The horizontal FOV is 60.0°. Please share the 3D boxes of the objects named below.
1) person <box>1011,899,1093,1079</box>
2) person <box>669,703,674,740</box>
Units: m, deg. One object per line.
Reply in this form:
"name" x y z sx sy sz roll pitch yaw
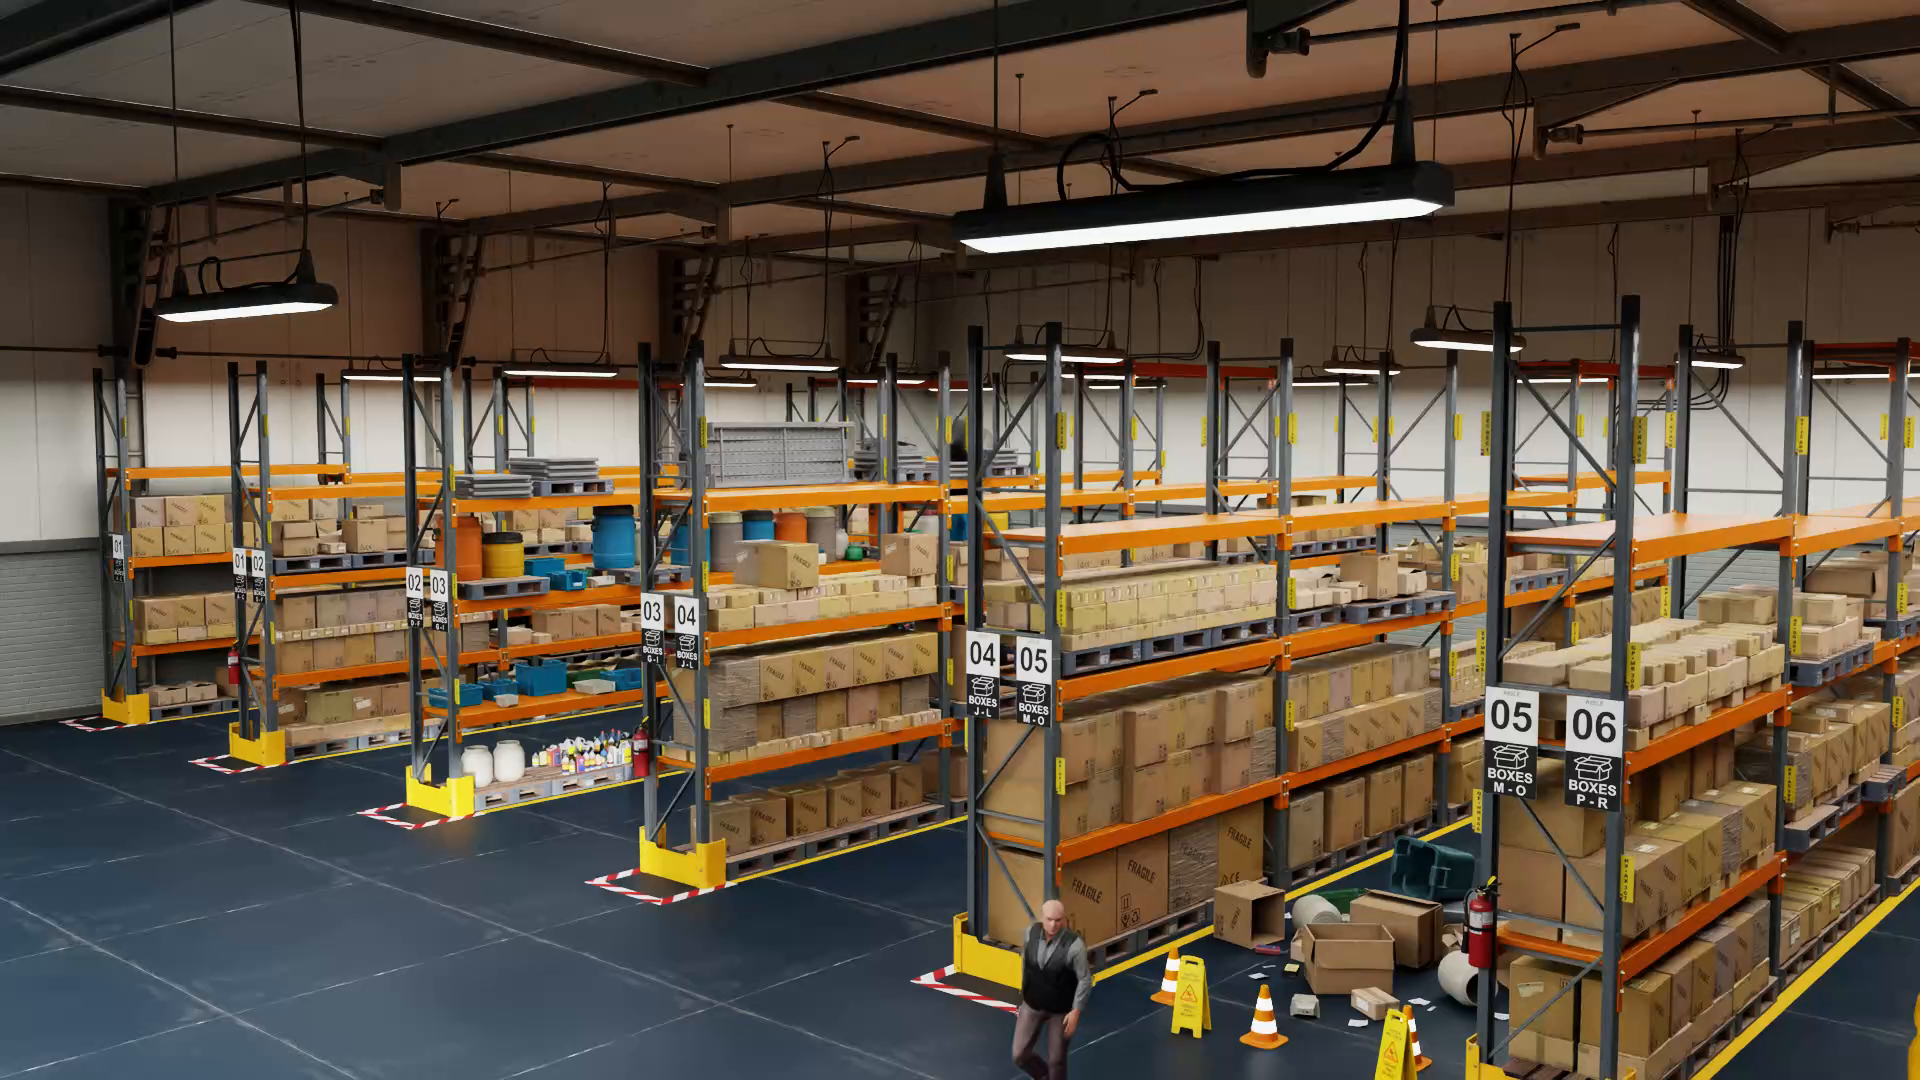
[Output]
"person" 0.681 3.433 12.212 0.657 1.683 0.642 2 5 23
"person" -4.326 2.401 26.506 0.666 1.585 0.727 1 4 8
